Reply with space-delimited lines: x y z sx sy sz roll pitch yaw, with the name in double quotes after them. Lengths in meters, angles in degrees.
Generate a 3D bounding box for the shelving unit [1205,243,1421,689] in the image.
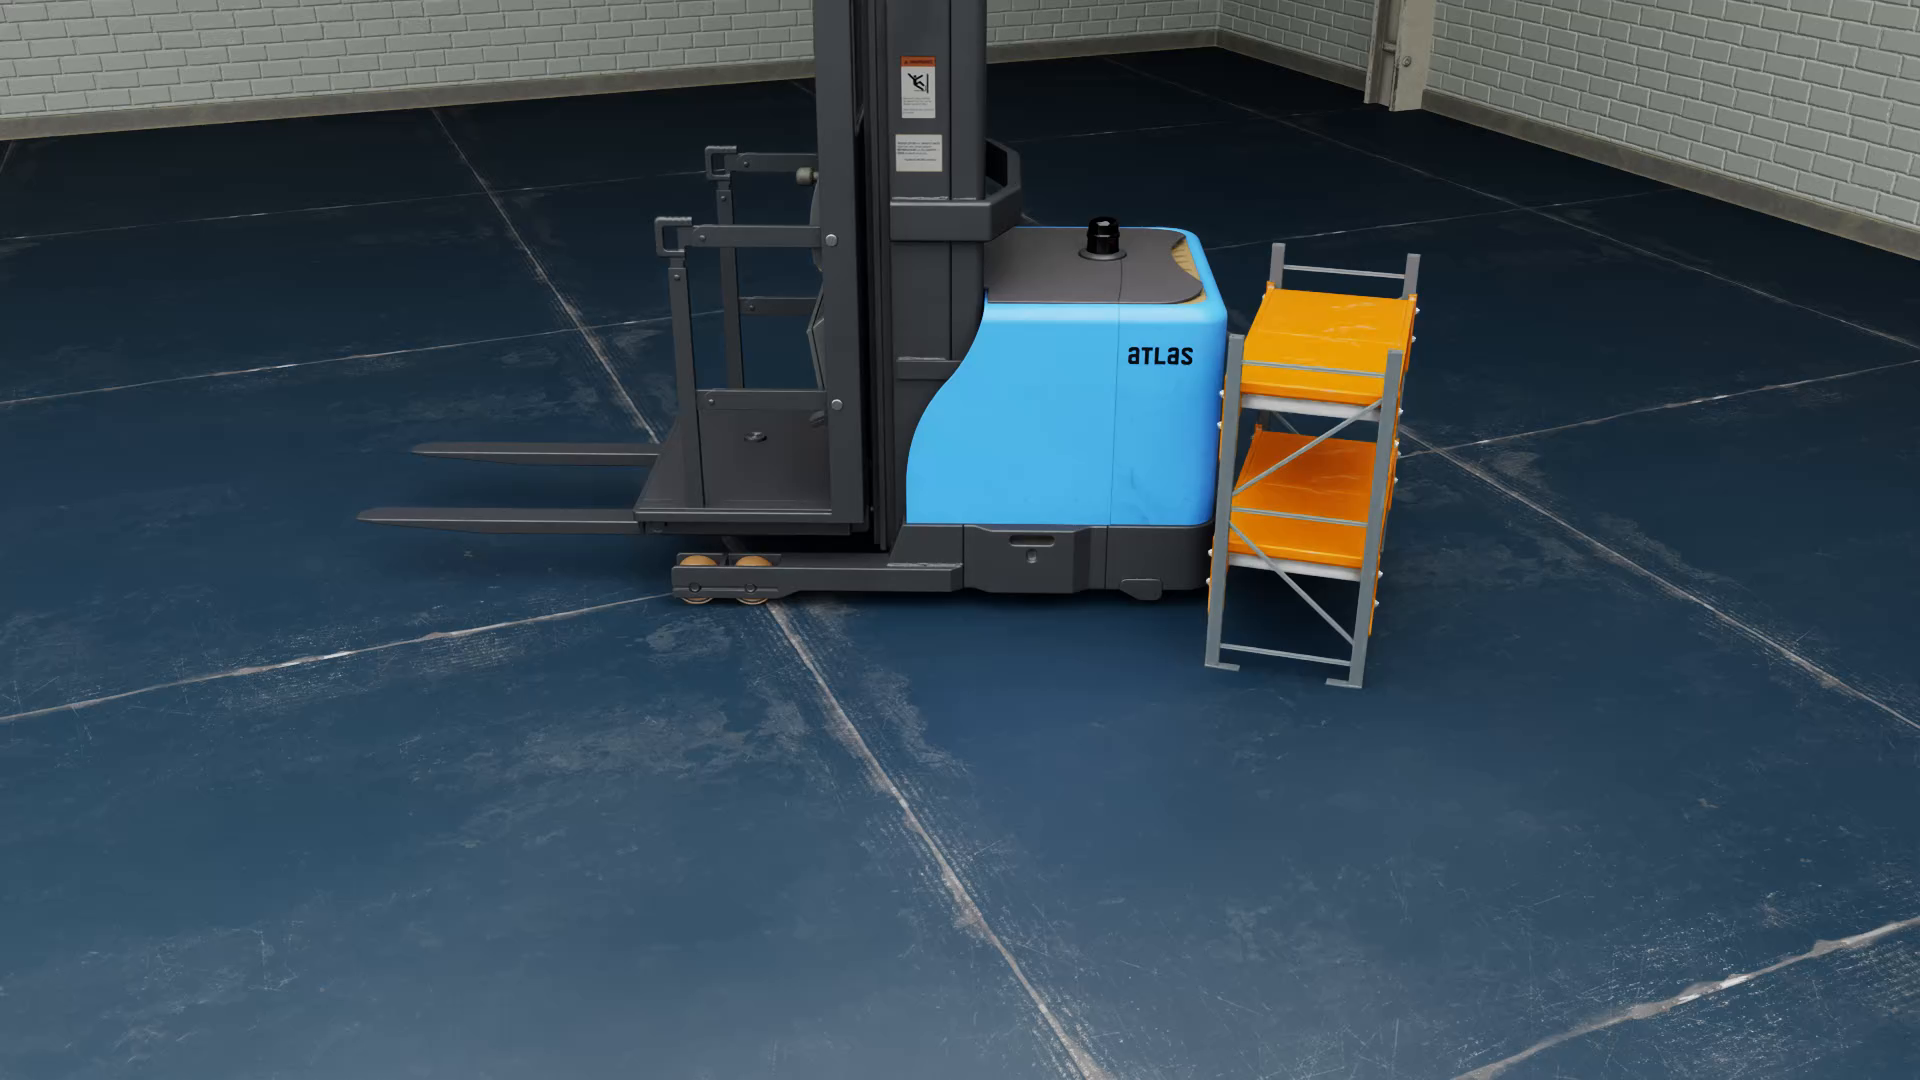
1.185 -0.283 5.547 0.538 1.125 1.048 7 27 15 "shelving unit"

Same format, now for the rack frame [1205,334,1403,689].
1.039 -0.069 5.109 0.500 1.125 0.032 7 27 15 "rack frame"

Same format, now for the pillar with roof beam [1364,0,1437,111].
-0.453 -6.823 9.968 9.100 9.000 0.400 -11 28 -21 "pillar with roof beam"

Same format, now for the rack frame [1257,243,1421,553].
1.331 -0.496 5.984 0.500 1.125 0.032 7 27 15 "rack frame"

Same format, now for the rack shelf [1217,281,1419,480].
1.185 -0.546 5.418 0.538 0.278 1.000 7 27 15 "rack shelf"

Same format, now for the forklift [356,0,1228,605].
-0.623 -1.323 5.620 3.031 2.935 1.130 1 26 1 "forklift"

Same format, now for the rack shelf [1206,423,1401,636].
1.185 -0.063 5.654 0.538 0.278 1.000 7 27 15 "rack shelf"
